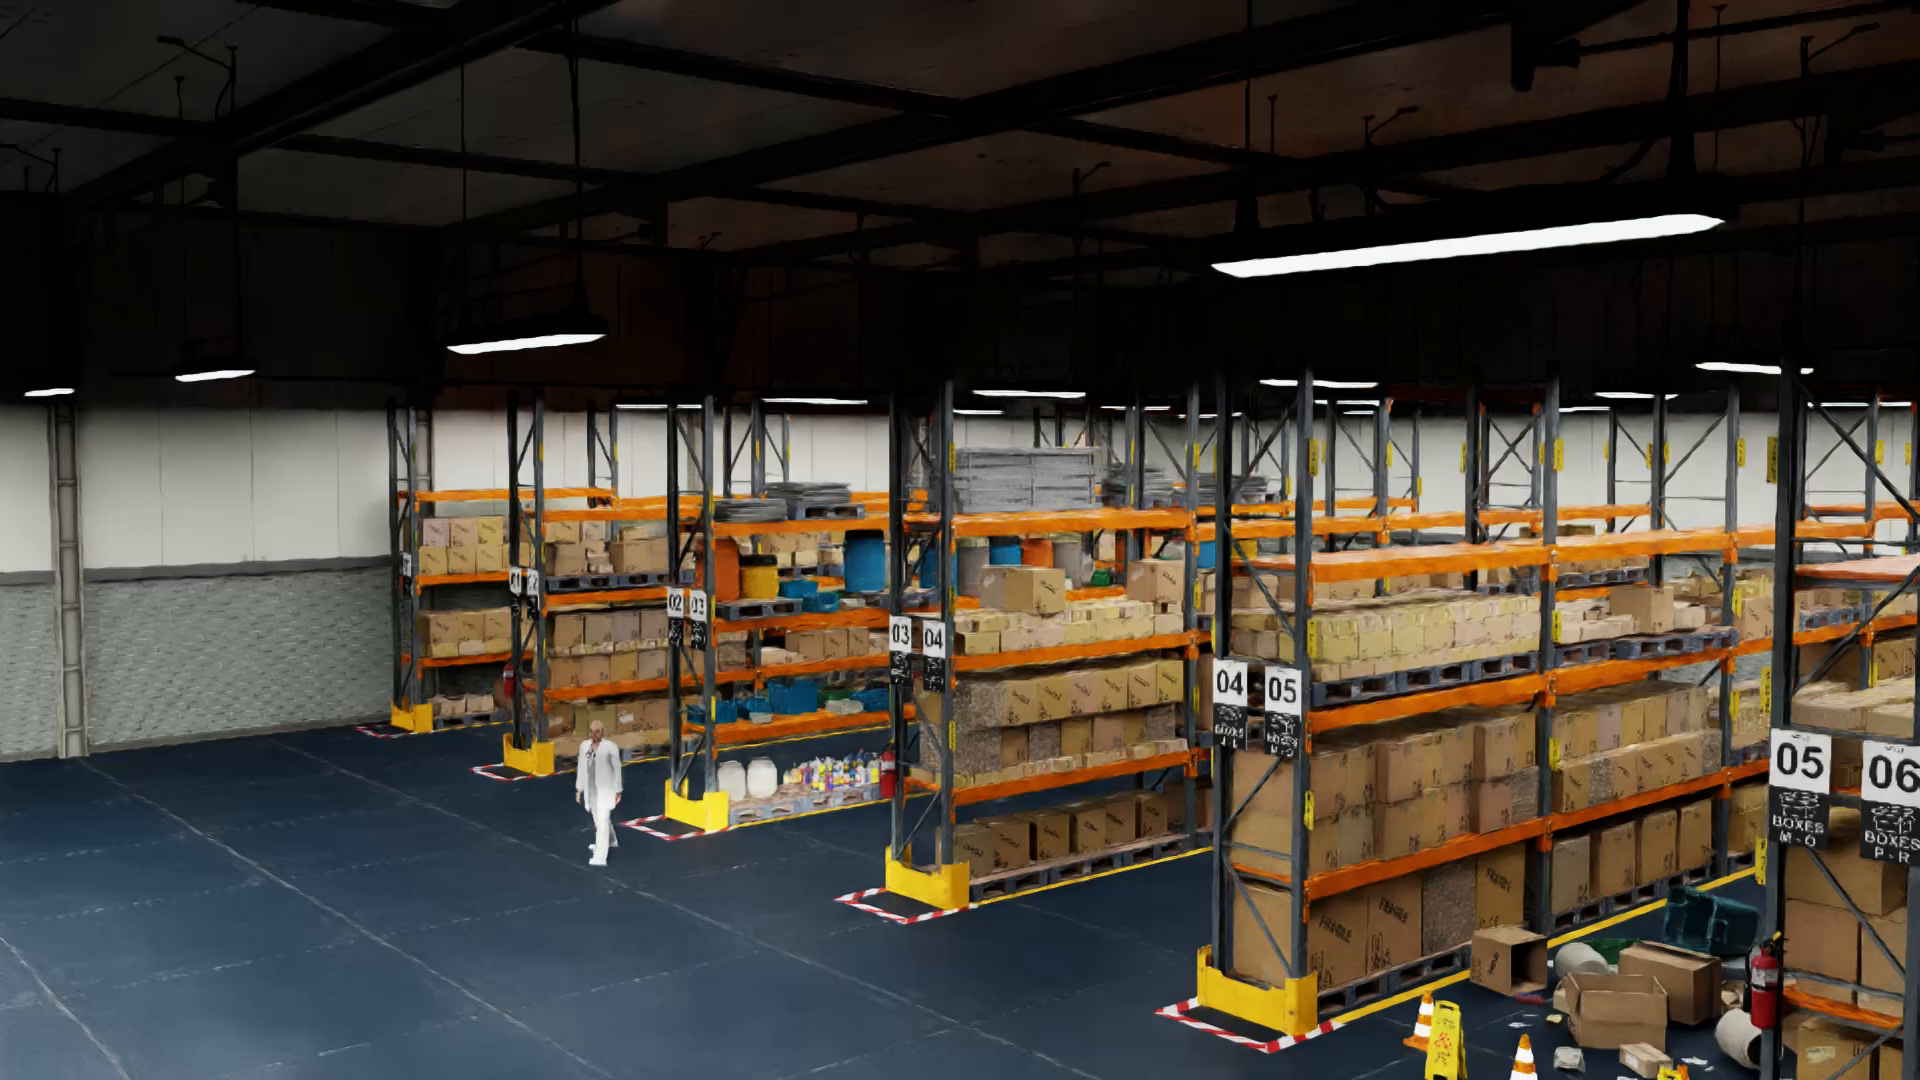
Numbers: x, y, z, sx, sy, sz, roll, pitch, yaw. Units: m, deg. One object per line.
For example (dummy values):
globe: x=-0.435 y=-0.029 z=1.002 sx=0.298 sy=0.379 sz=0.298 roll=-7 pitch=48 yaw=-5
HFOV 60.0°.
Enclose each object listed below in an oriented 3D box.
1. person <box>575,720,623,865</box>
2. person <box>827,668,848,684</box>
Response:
person: x=-4.482 y=3.089 z=20.551 sx=0.615 sy=1.749 sz=1.013 roll=1 pitch=4 yaw=24
person: x=-2.356 y=2.513 z=32.362 sx=0.519 sy=1.539 sz=0.566 roll=-3 pitch=5 yaw=-43
